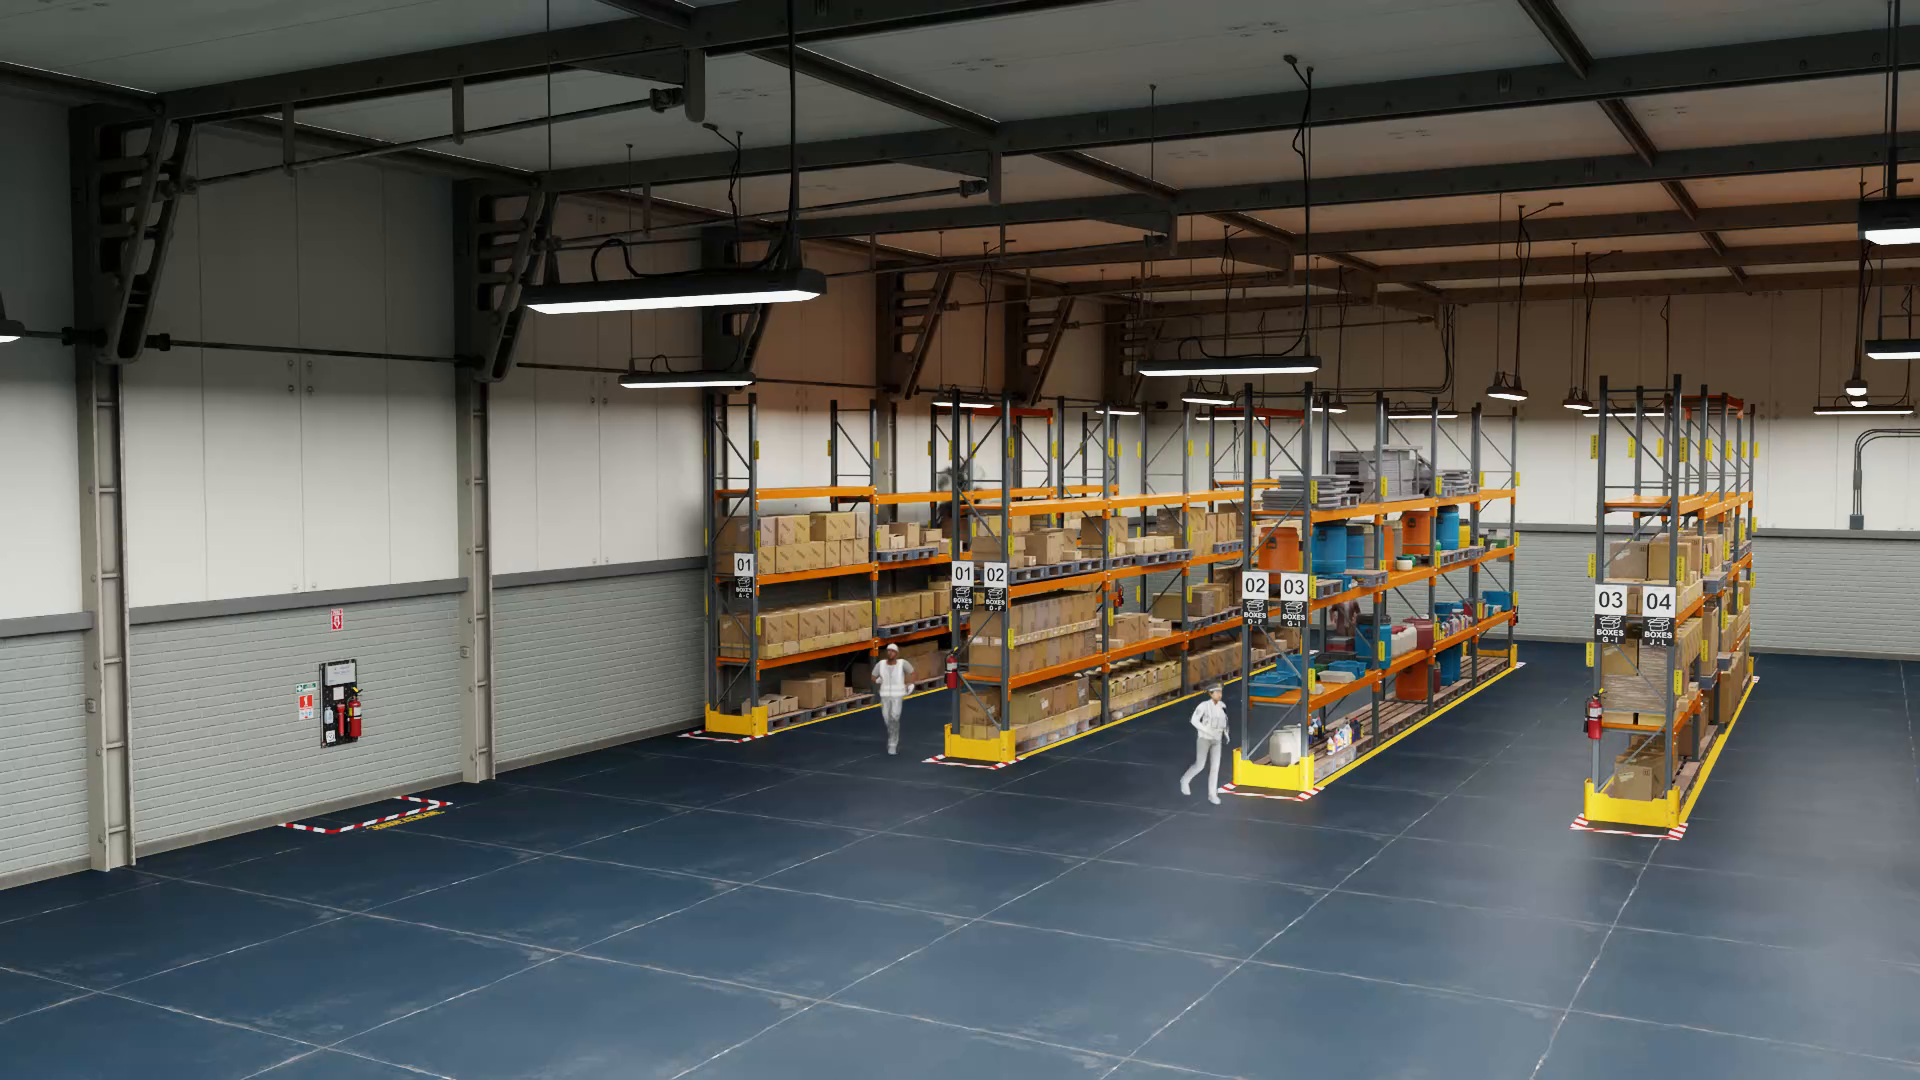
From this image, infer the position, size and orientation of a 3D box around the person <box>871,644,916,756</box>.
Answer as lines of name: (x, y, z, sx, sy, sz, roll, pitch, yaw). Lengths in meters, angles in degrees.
person: (-1.136, 2.637, 27.609, 0.745, 1.829, 0.771, 1, 3, 11)

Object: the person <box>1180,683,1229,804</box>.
person: (3.607, 2.868, 23.795, 0.659, 1.672, 0.838, -1, 3, -22)

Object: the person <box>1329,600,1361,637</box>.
person: (9.054, 2.029, 39.048, 0.722, 1.732, 0.619, 0, 3, 7)
